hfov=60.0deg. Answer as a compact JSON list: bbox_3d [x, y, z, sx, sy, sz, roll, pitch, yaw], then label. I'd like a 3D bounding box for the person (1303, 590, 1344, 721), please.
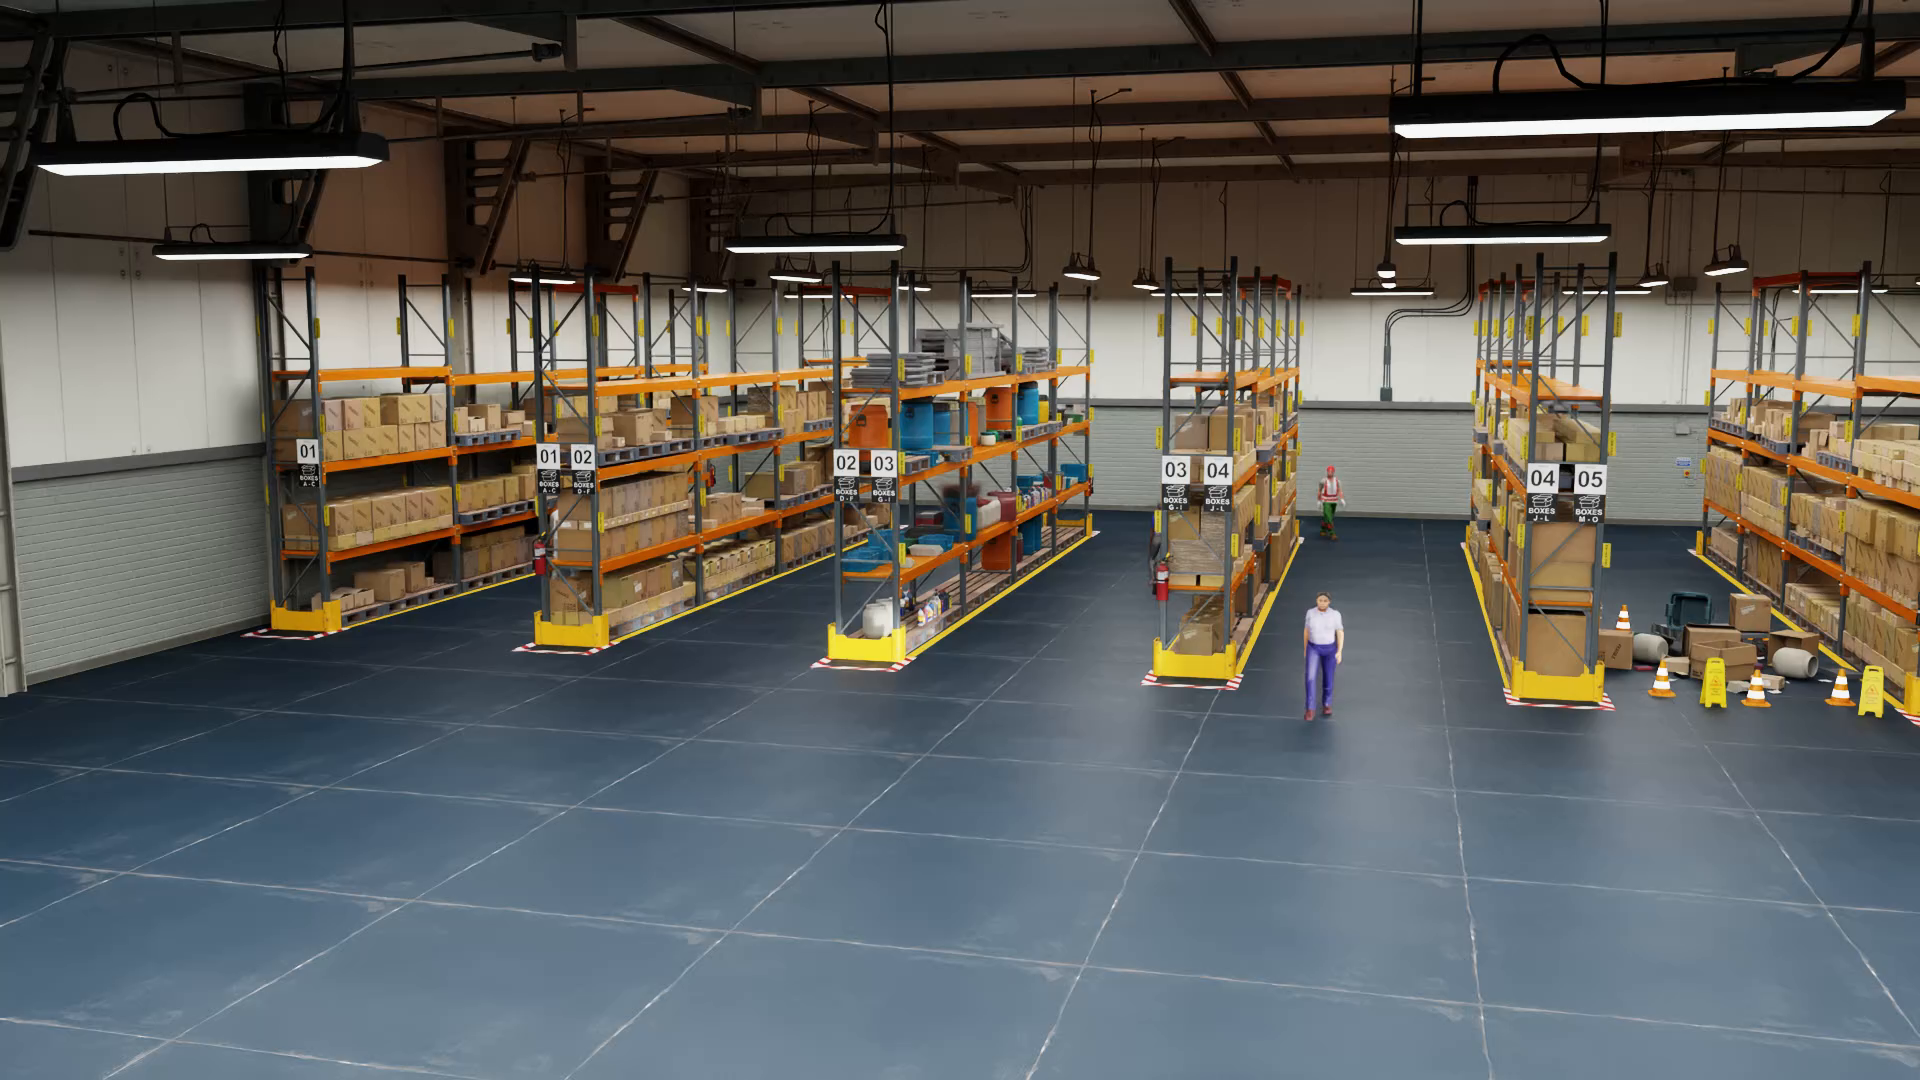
[{"bbox_3d":[4.691,1.468,21.494,0.516,1.646,0.679,2,8,16],"label":"person"}]

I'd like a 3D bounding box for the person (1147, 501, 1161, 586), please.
[{"bbox_3d":[3.912,0.079,32.501,0.501,1.689,0.365,-1,7,-9],"label":"person"}]

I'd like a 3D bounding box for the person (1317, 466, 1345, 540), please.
[{"bbox_3d":[8.854,-0.907,39.552,0.516,1.718,1.059,-3,8,-20],"label":"person"}]

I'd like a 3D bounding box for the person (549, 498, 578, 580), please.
[{"bbox_3d":[-7.852,-0.028,32.830,0.622,1.710,1.084,0,7,0],"label":"person"}]
